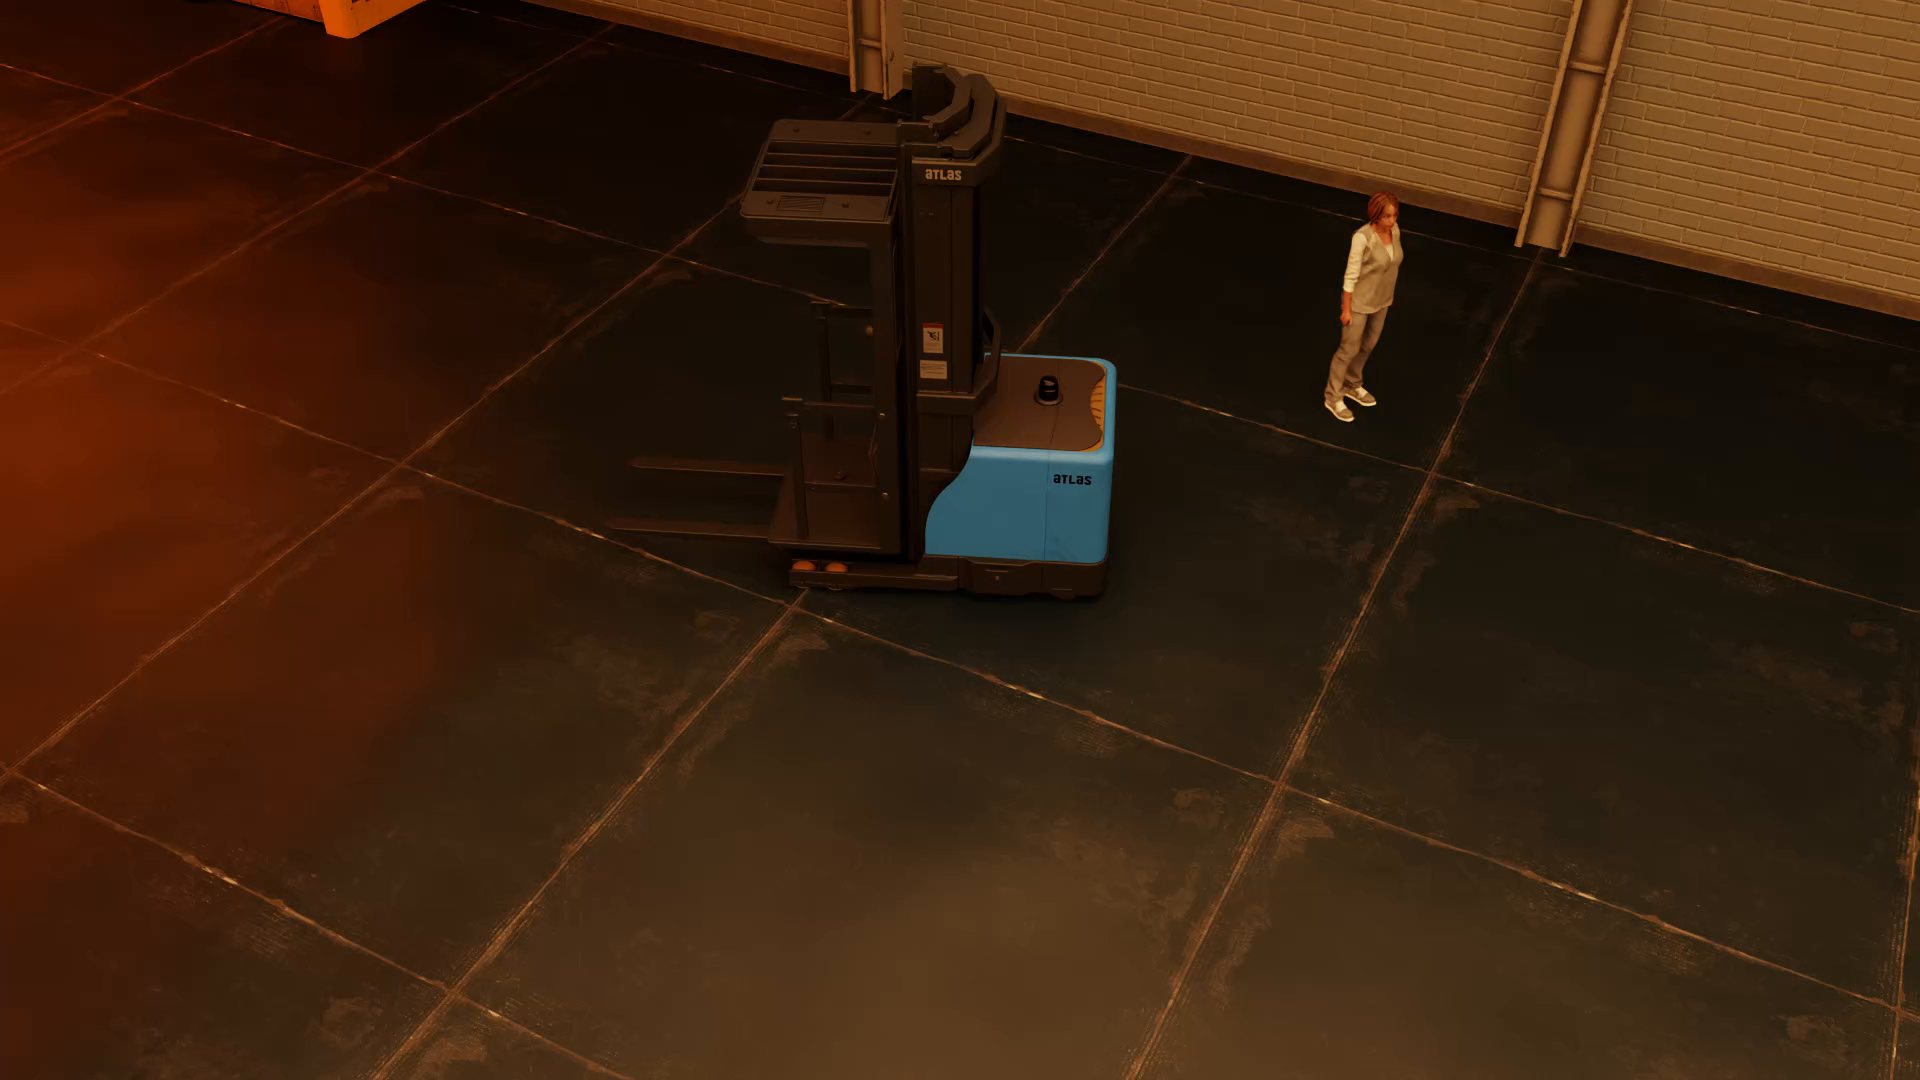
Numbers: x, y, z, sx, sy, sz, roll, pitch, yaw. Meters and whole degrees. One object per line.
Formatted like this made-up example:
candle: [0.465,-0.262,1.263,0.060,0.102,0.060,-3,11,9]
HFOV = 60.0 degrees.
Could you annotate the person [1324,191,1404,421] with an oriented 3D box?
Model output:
person: [2.657,-1.540,10.849,0.437,1.603,0.325,-27,47,-28]

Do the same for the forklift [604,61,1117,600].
forklift: [-0.606,-1.157,9.360,3.031,2.935,1.130,3,40,4]
